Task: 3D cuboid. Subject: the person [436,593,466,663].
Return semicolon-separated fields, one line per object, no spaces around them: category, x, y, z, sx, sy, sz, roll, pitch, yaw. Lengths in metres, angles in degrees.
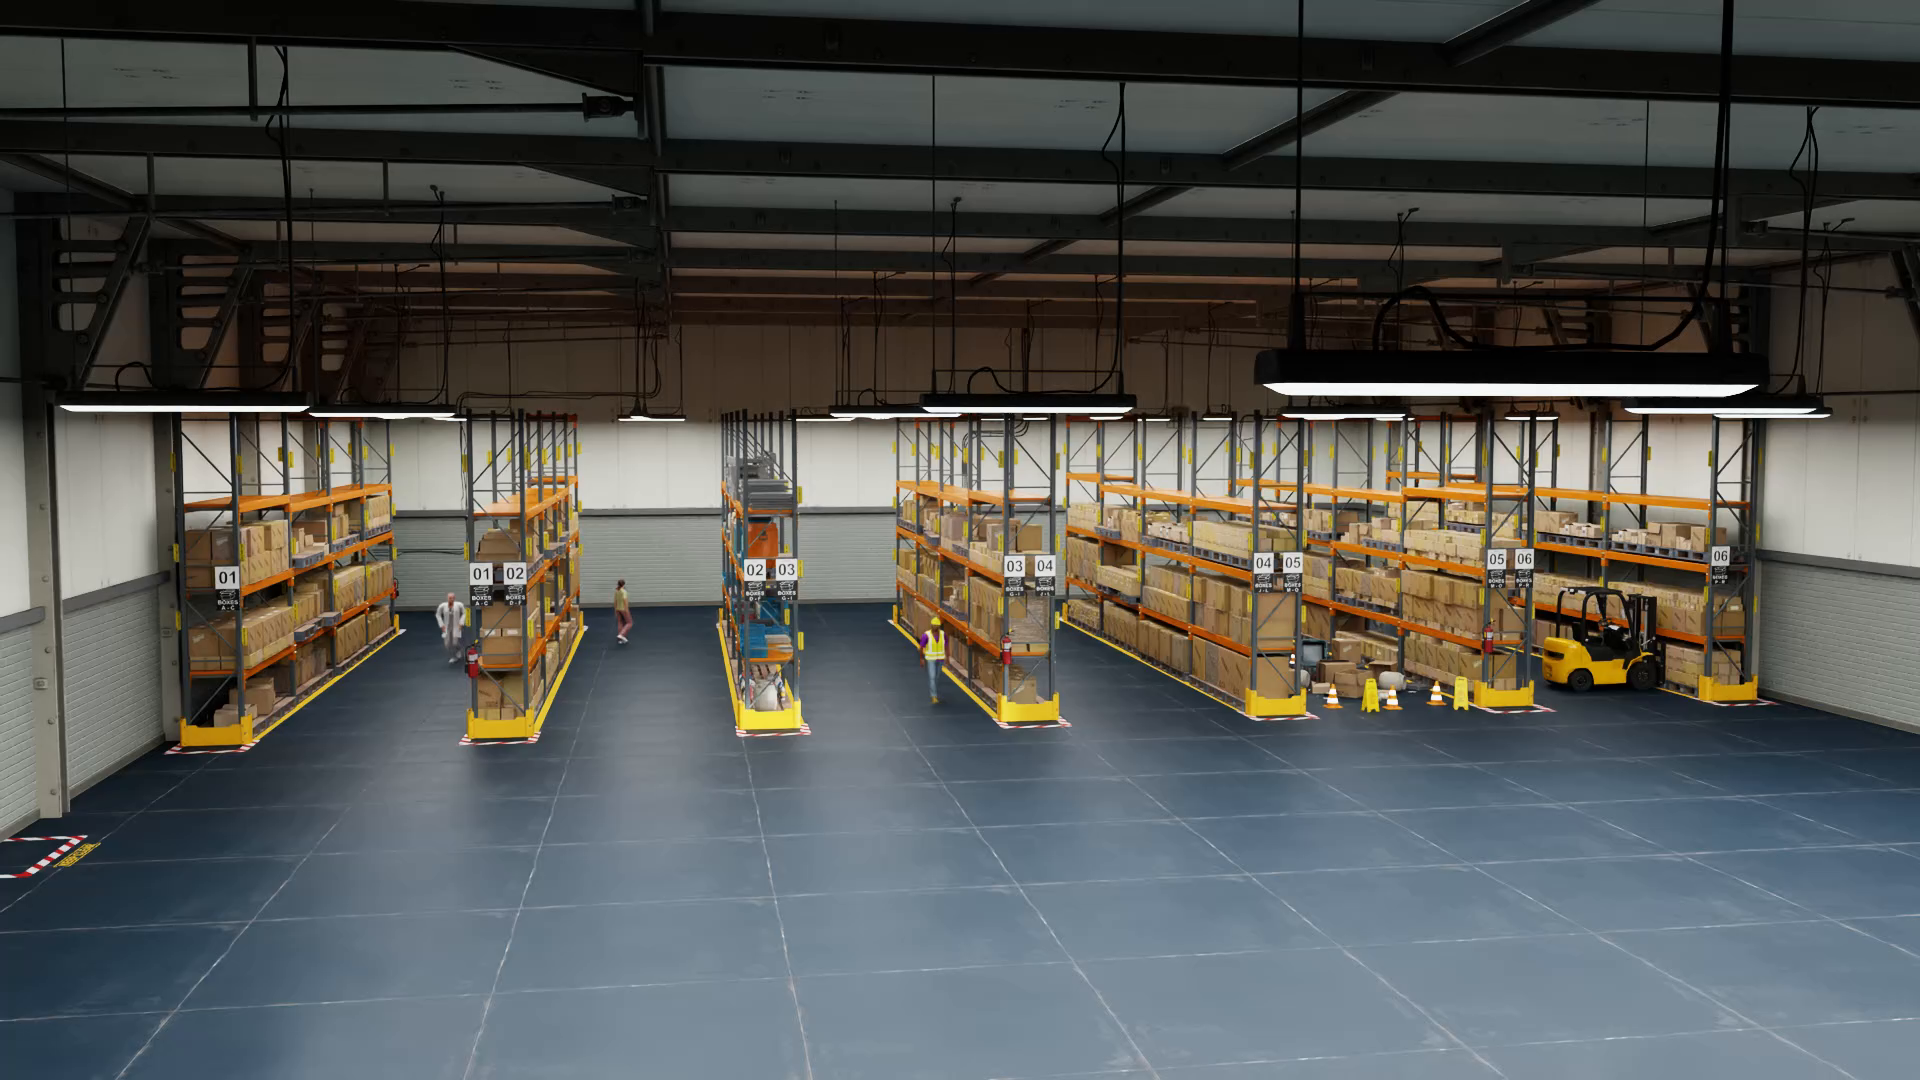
person;-12.202;2.100;39.959;0.688;1.699;0.683;0;4;-4

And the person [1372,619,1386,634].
person;11.447;1.729;45.355;0.521;1.697;0.354;-3;5;-41

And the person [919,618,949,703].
person;-0.485;2.455;34.172;0.584;1.709;0.989;-2;4;-25

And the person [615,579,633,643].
person;-8.831;1.866;43.348;0.474;1.673;0.473;3;5;36
